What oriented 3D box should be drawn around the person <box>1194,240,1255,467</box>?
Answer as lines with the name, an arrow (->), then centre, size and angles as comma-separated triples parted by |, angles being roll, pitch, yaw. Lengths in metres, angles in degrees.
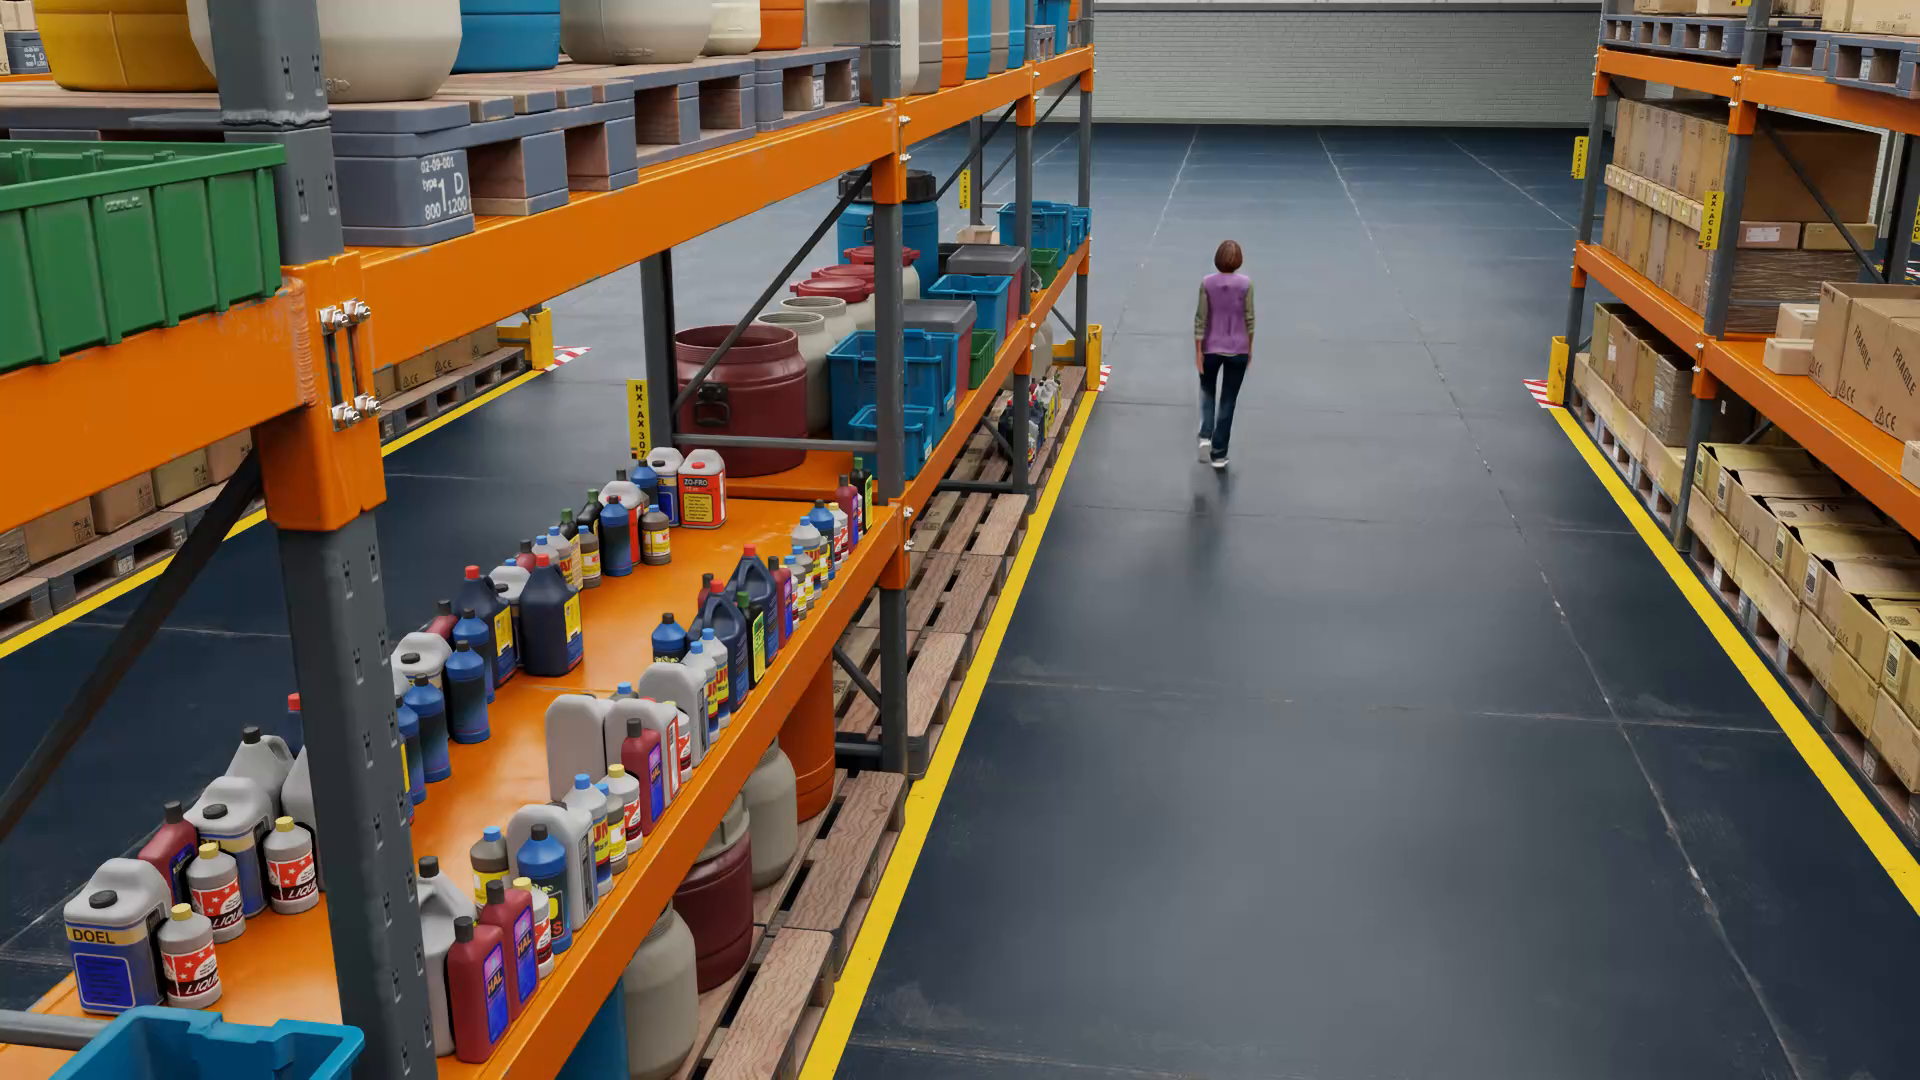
person -> 1.843, -1.294, 11.637 | 0.405, 1.619, 0.461 | 5, 19, 15
